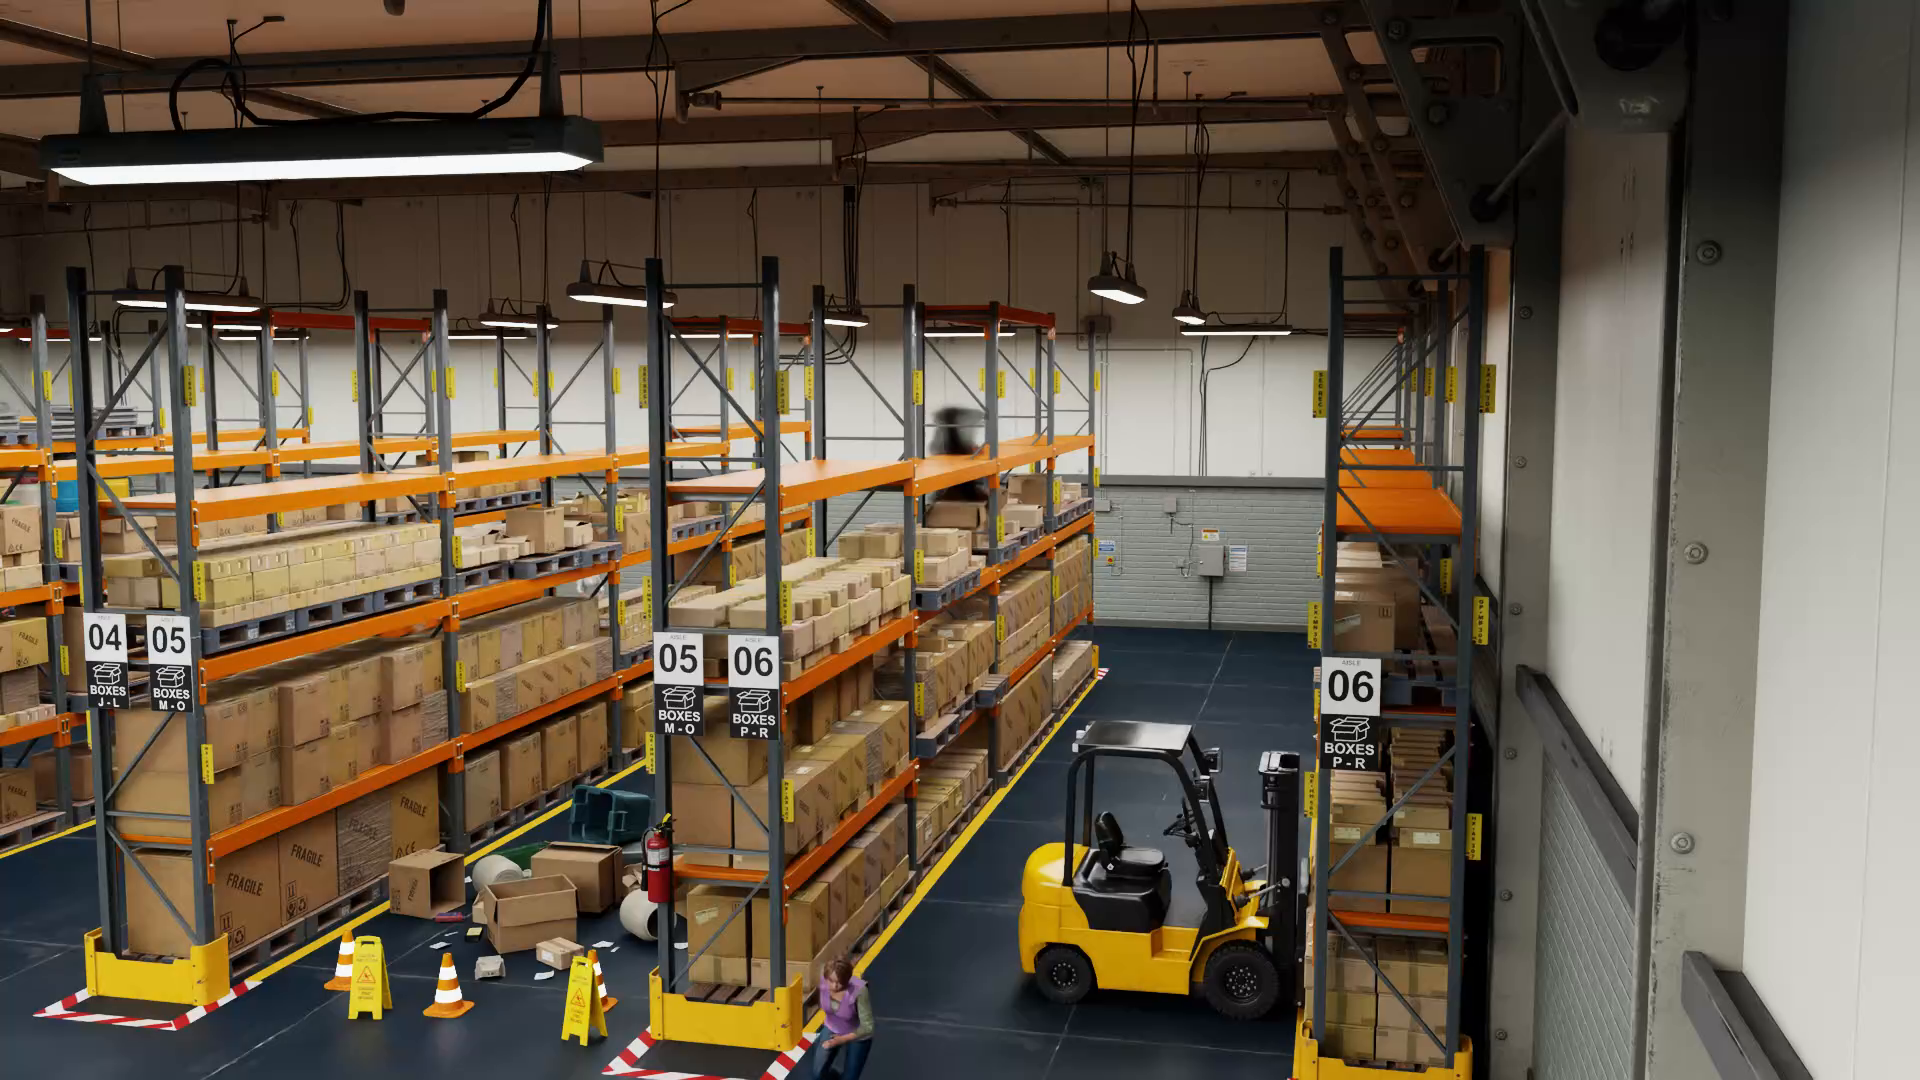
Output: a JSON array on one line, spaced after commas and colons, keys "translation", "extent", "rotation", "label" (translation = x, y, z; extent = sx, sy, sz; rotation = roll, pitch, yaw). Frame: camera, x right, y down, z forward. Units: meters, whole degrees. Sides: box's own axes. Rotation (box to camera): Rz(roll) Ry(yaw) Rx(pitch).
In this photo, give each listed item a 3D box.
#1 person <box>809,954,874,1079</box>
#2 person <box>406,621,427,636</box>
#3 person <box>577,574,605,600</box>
[{"translation": [-0.781, 3.363, 11.156], "extent": [0.544, 1.359, 0.899], "rotation": [2, 6, 19], "label": "person"}, {"translation": [-7.577, 1.932, 23.280], "extent": [0.689, 1.740, 0.692], "rotation": [1, 6, 12], "label": "person"}, {"translation": [-7.093, 1.179, 31.995], "extent": [0.550, 1.525, 0.503], "rotation": [-2, 6, -21], "label": "person"}]
